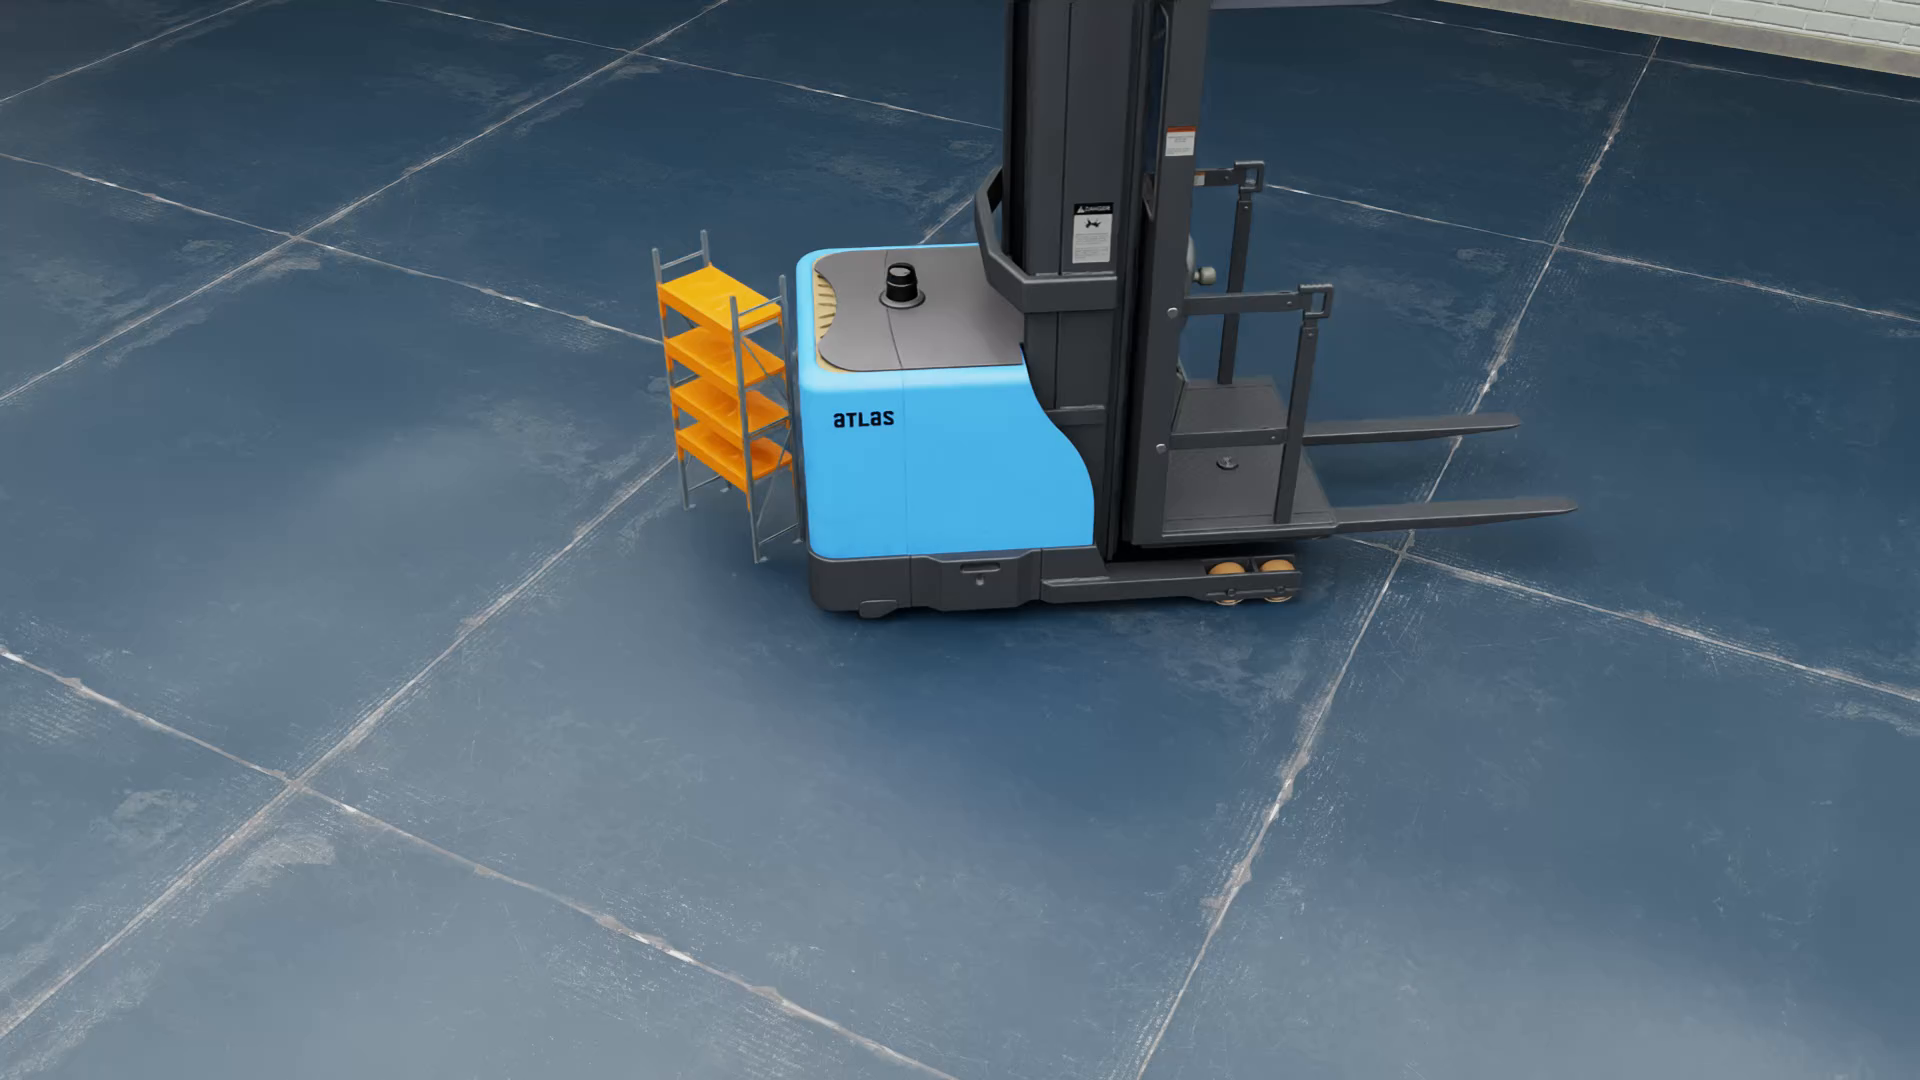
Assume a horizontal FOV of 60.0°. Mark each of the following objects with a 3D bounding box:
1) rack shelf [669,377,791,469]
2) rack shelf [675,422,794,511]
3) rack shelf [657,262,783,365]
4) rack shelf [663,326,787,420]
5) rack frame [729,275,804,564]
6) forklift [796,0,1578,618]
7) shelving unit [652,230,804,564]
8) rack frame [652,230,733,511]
[{"bbox_3d":[-0.890,-0.488,6.511,0.258,0.148,0.480,-29,46,-32],"label":"rack shelf"},{"bbox_3d":[-0.890,-0.329,6.631,0.258,0.148,0.480,-29,46,-32],"label":"rack shelf"},{"bbox_3d":[-0.890,-0.854,6.233,0.258,0.148,0.480,-29,46,-32],"label":"rack shelf"},{"bbox_3d":[-0.890,-0.666,6.376,0.258,0.148,0.480,-29,46,-32],"label":"rack shelf"},{"bbox_3d":[-0.726,-0.432,6.327,0.240,1.200,0.015,-29,46,-32],"label":"rack frame"},{"bbox_3d":[0.899,-1.233,5.950,3.031,2.935,1.130,-3,37,-4],"label":"forklift"},{"bbox_3d":[-0.890,-0.541,6.471,0.258,1.200,0.503,-29,46,-32],"label":"shelving unit"},{"bbox_3d":[-1.055,-0.650,6.614,0.240,1.200,0.015,-29,46,-32],"label":"rack frame"}]
